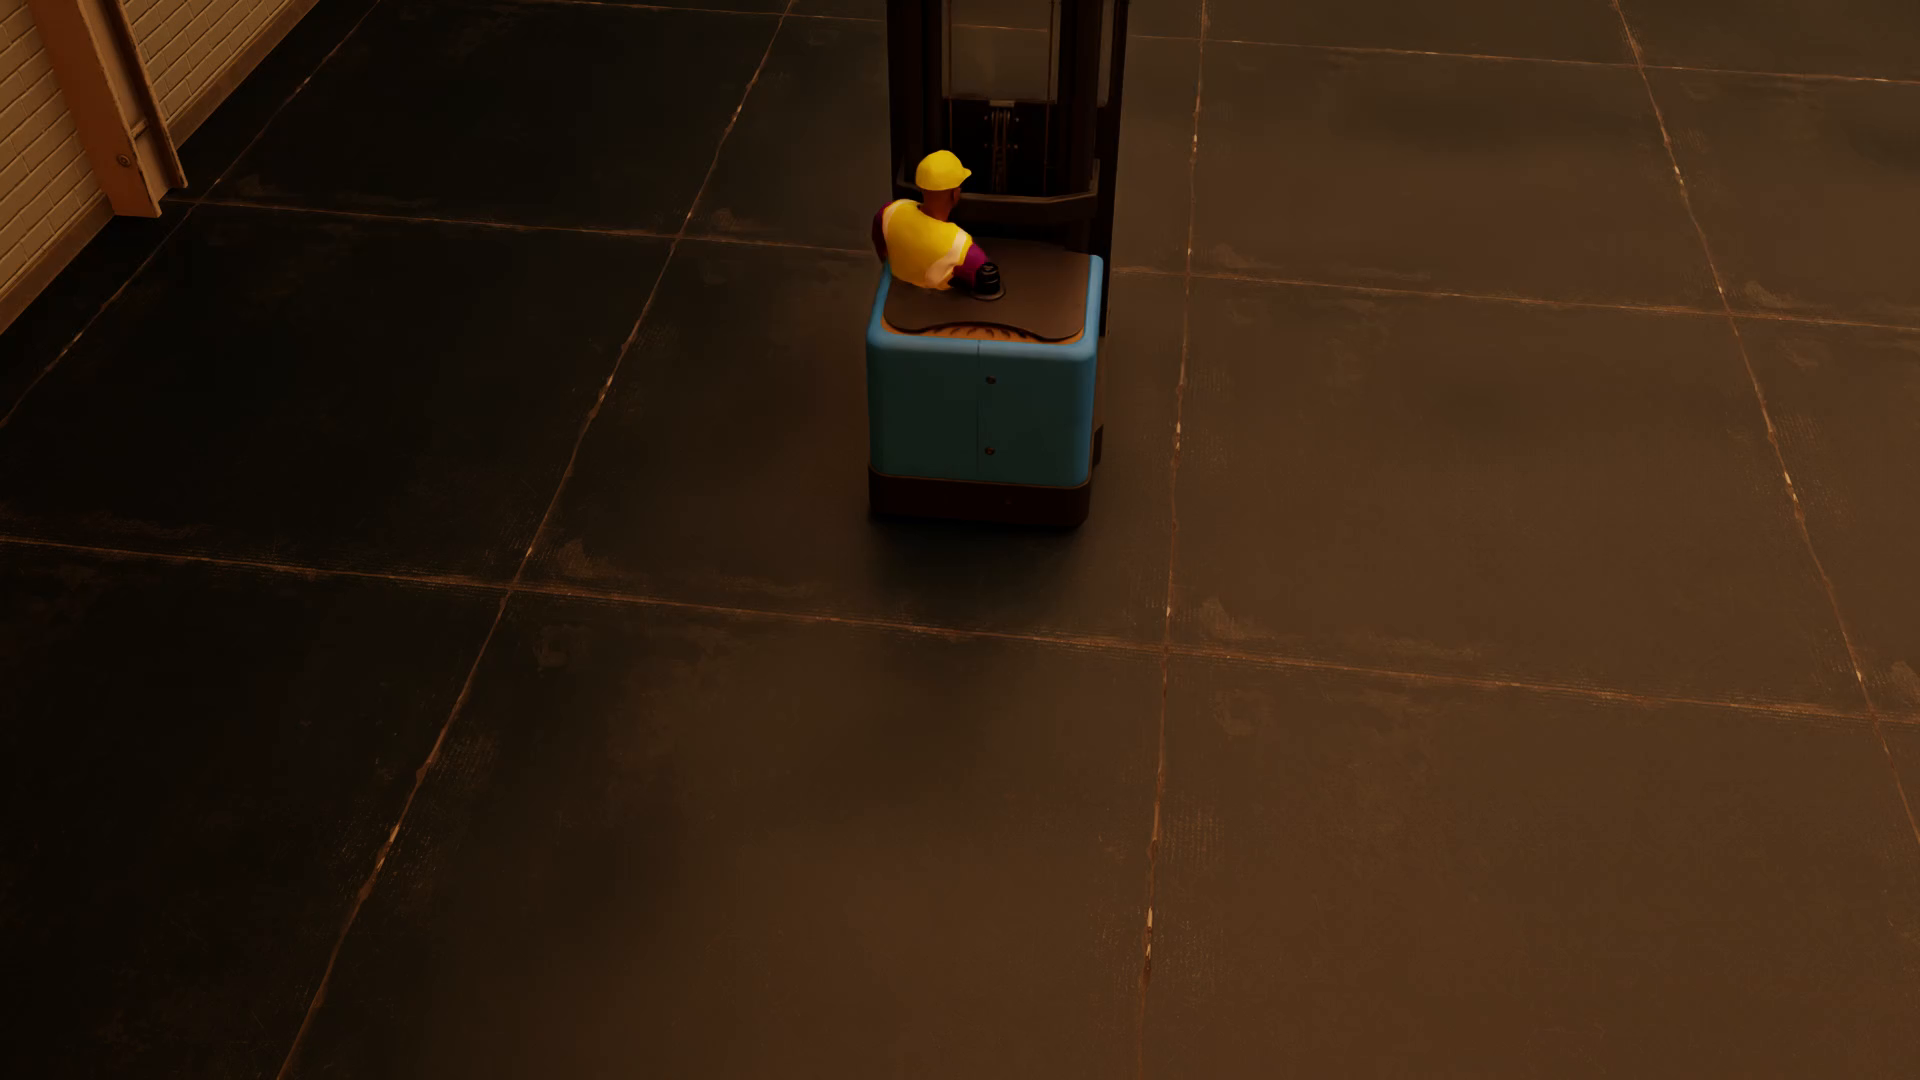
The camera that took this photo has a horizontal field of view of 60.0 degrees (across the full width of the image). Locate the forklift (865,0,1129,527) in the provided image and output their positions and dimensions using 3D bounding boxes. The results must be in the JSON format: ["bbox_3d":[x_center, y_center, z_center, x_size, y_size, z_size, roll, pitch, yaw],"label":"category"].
[{"bbox_3d":[0.240,-2.136,8.049,1.130,2.935,3.031,4,43,5],"label":"forklift"}]

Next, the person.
[{"bbox_3d":[0.015,-1.167,7.888,0.717,1.638,0.787,-34,52,-31],"label":"person"}]
